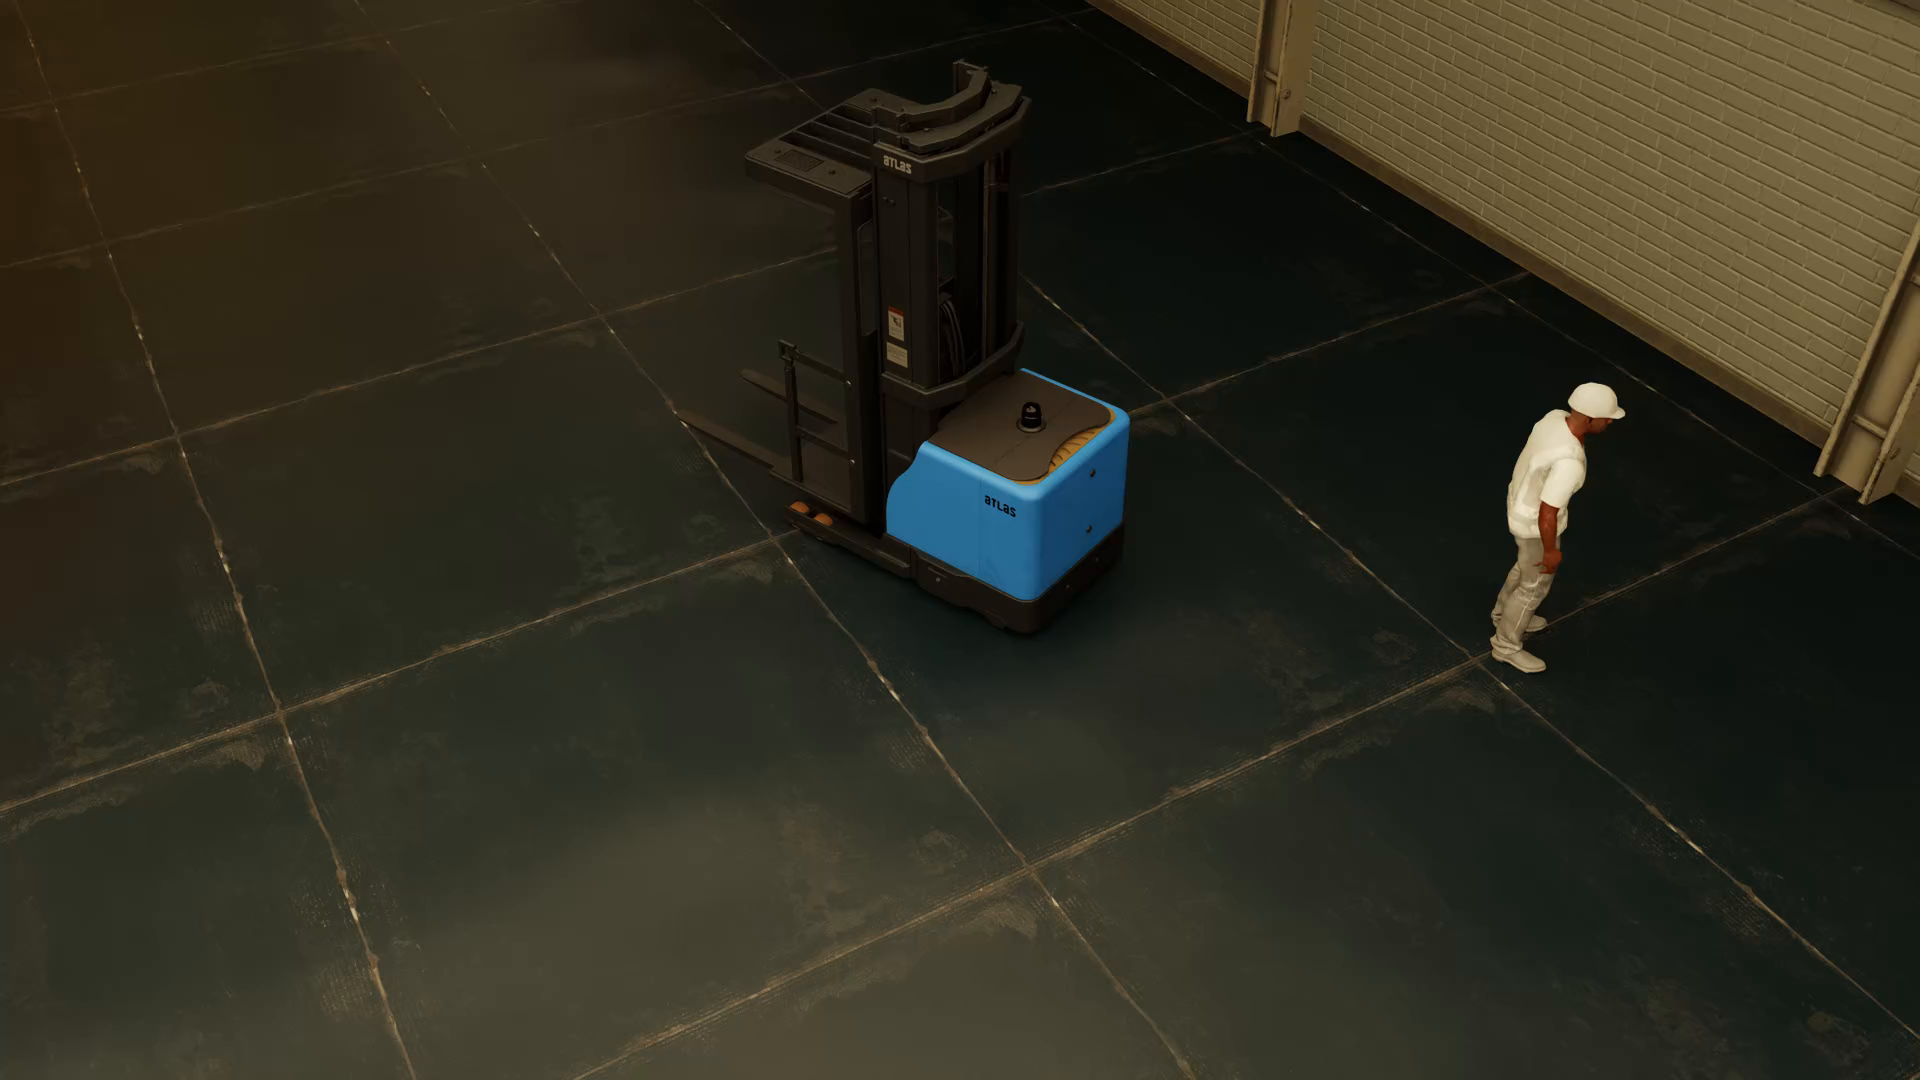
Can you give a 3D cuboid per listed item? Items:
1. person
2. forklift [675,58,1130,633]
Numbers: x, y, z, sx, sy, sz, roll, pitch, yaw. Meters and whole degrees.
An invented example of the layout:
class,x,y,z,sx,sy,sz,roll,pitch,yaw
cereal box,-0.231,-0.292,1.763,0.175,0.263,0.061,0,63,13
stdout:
class,x,y,z,sx,sy,sz,roll,pitch,yaw
person,3.210,-0.108,9.091,0.461,1.755,0.620,9,41,11
forklift,-0.481,-1.366,9.683,3.031,2.935,1.130,26,46,28
